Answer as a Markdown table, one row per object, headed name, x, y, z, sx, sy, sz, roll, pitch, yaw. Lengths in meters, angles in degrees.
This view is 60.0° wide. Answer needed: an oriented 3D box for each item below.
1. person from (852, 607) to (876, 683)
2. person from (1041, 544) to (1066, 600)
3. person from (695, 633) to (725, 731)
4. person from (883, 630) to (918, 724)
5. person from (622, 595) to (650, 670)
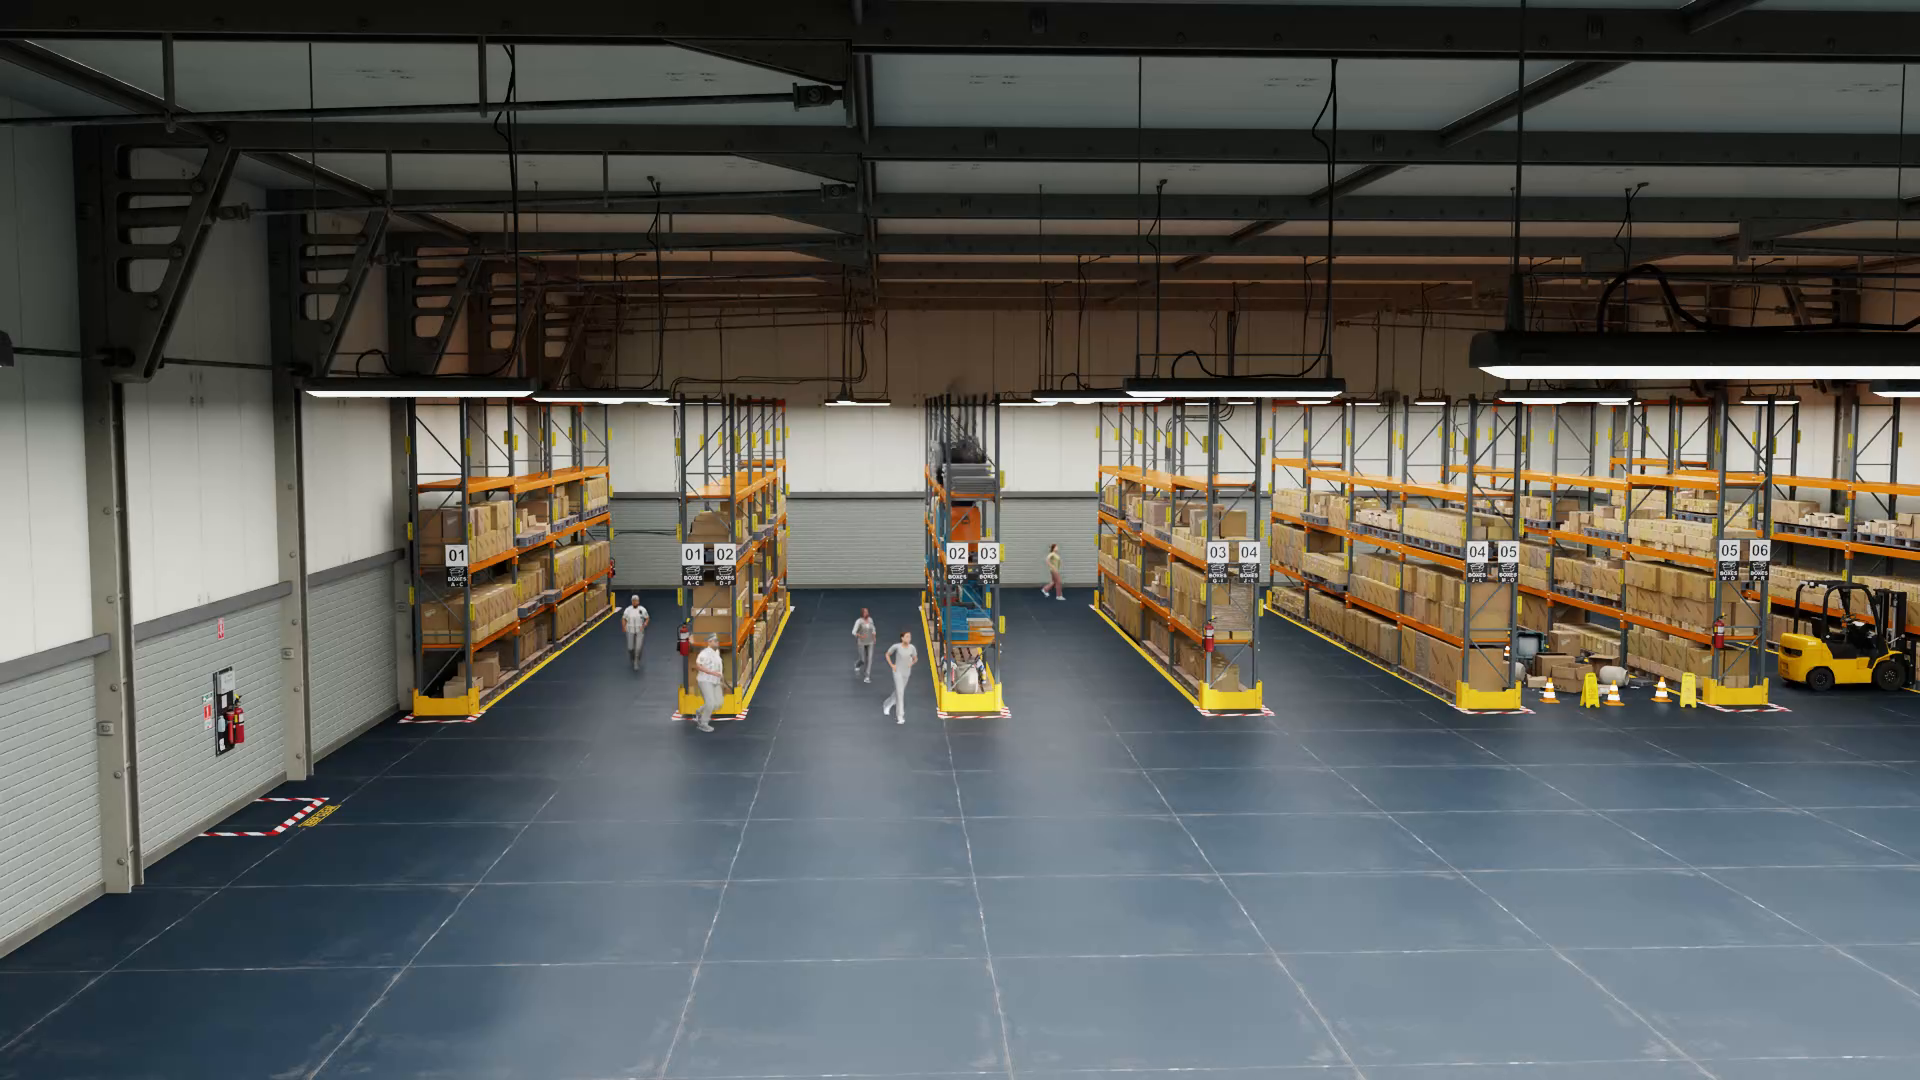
| name | x | y | z | sx | sy | sz | roll | pitch | yaw |
| --- | --- | --- | --- | --- | --- | --- | --- | --- | --- |
| person | -2.005 | 2.185 | 34.879 | 0.546 | 1.566 | 0.682 | -2 | 5 | -24 |
| person | 2.805 | 0.964 | 49.928 | 0.805 | 1.646 | 0.582 | 2 | 5 | 21 |
| person | -4.455 | 2.519 | 29.725 | 0.647 | 1.728 | 0.698 | 2 | 5 | 26 |
| person | -1.056 | 2.483 | 30.685 | 0.587 | 1.666 | 0.909 | -3 | 5 | -31 |
| person | -7.150 | 2.031 | 36.667 | 0.616 | 1.627 | 0.550 | -1 | 5 | -7 |
